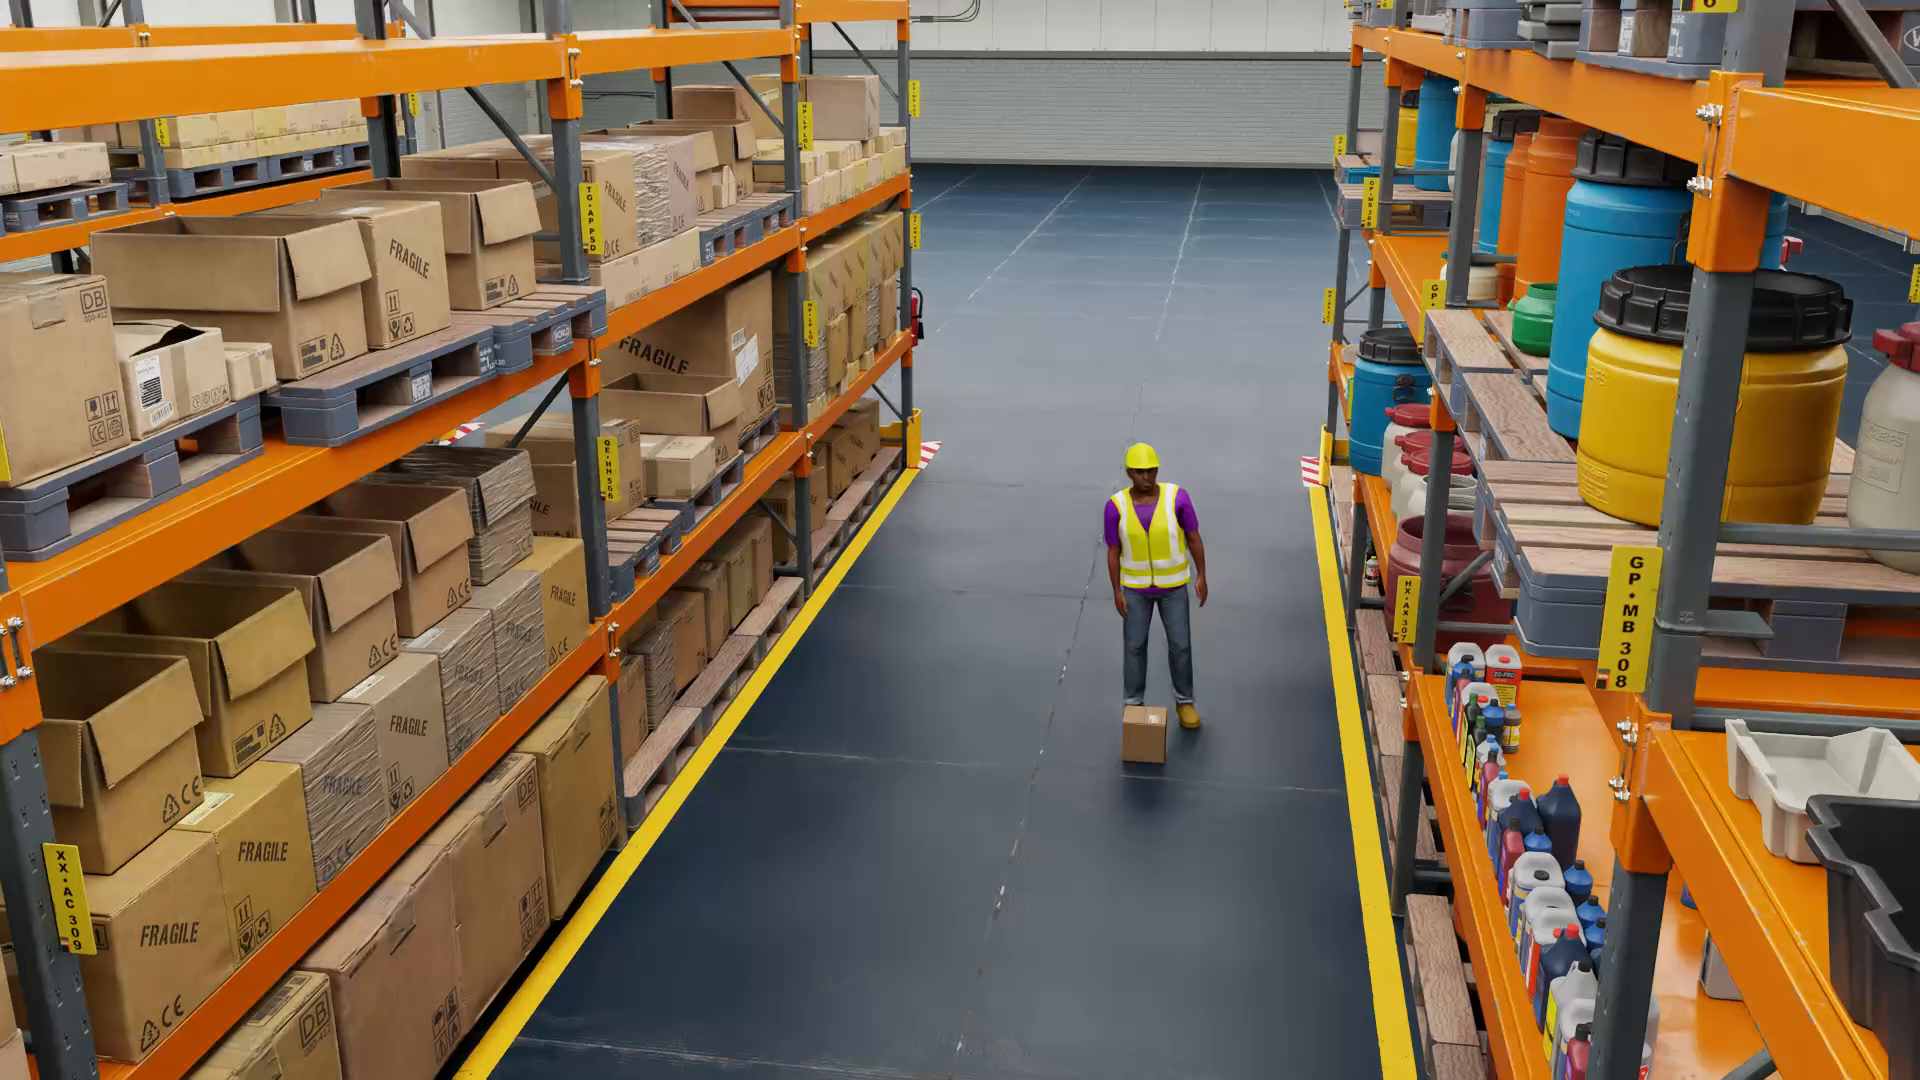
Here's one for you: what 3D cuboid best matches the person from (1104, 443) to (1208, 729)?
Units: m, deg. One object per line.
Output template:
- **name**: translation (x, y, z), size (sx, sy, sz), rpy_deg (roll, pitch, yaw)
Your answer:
- **person**: translation (1.183, 0.287, 10.107), size (0.644, 1.777, 0.370), rpy_deg (3, 18, 10)
